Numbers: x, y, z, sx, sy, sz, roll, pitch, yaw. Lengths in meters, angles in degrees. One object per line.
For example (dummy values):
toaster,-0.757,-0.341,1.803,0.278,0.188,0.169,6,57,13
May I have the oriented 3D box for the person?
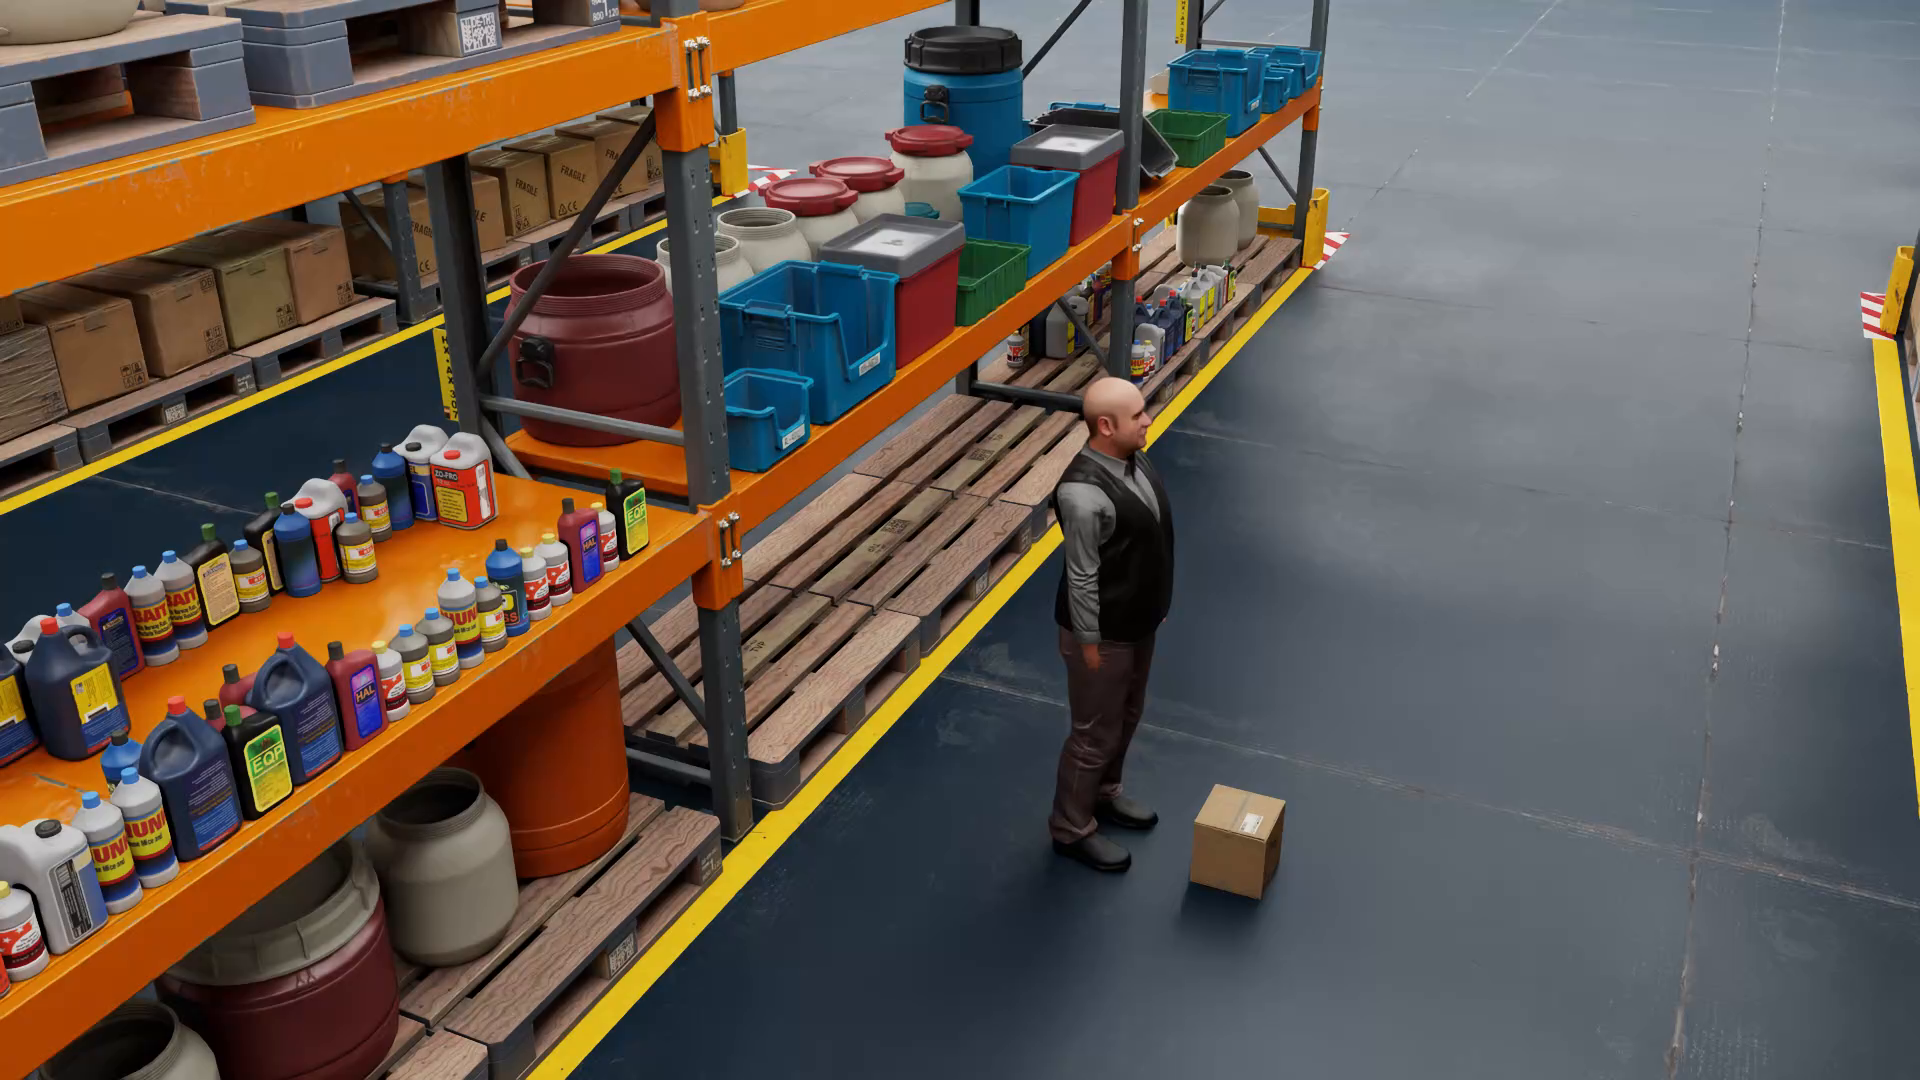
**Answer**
person,0.515,0.276,5.575,0.359,1.718,0.529,12,28,23
